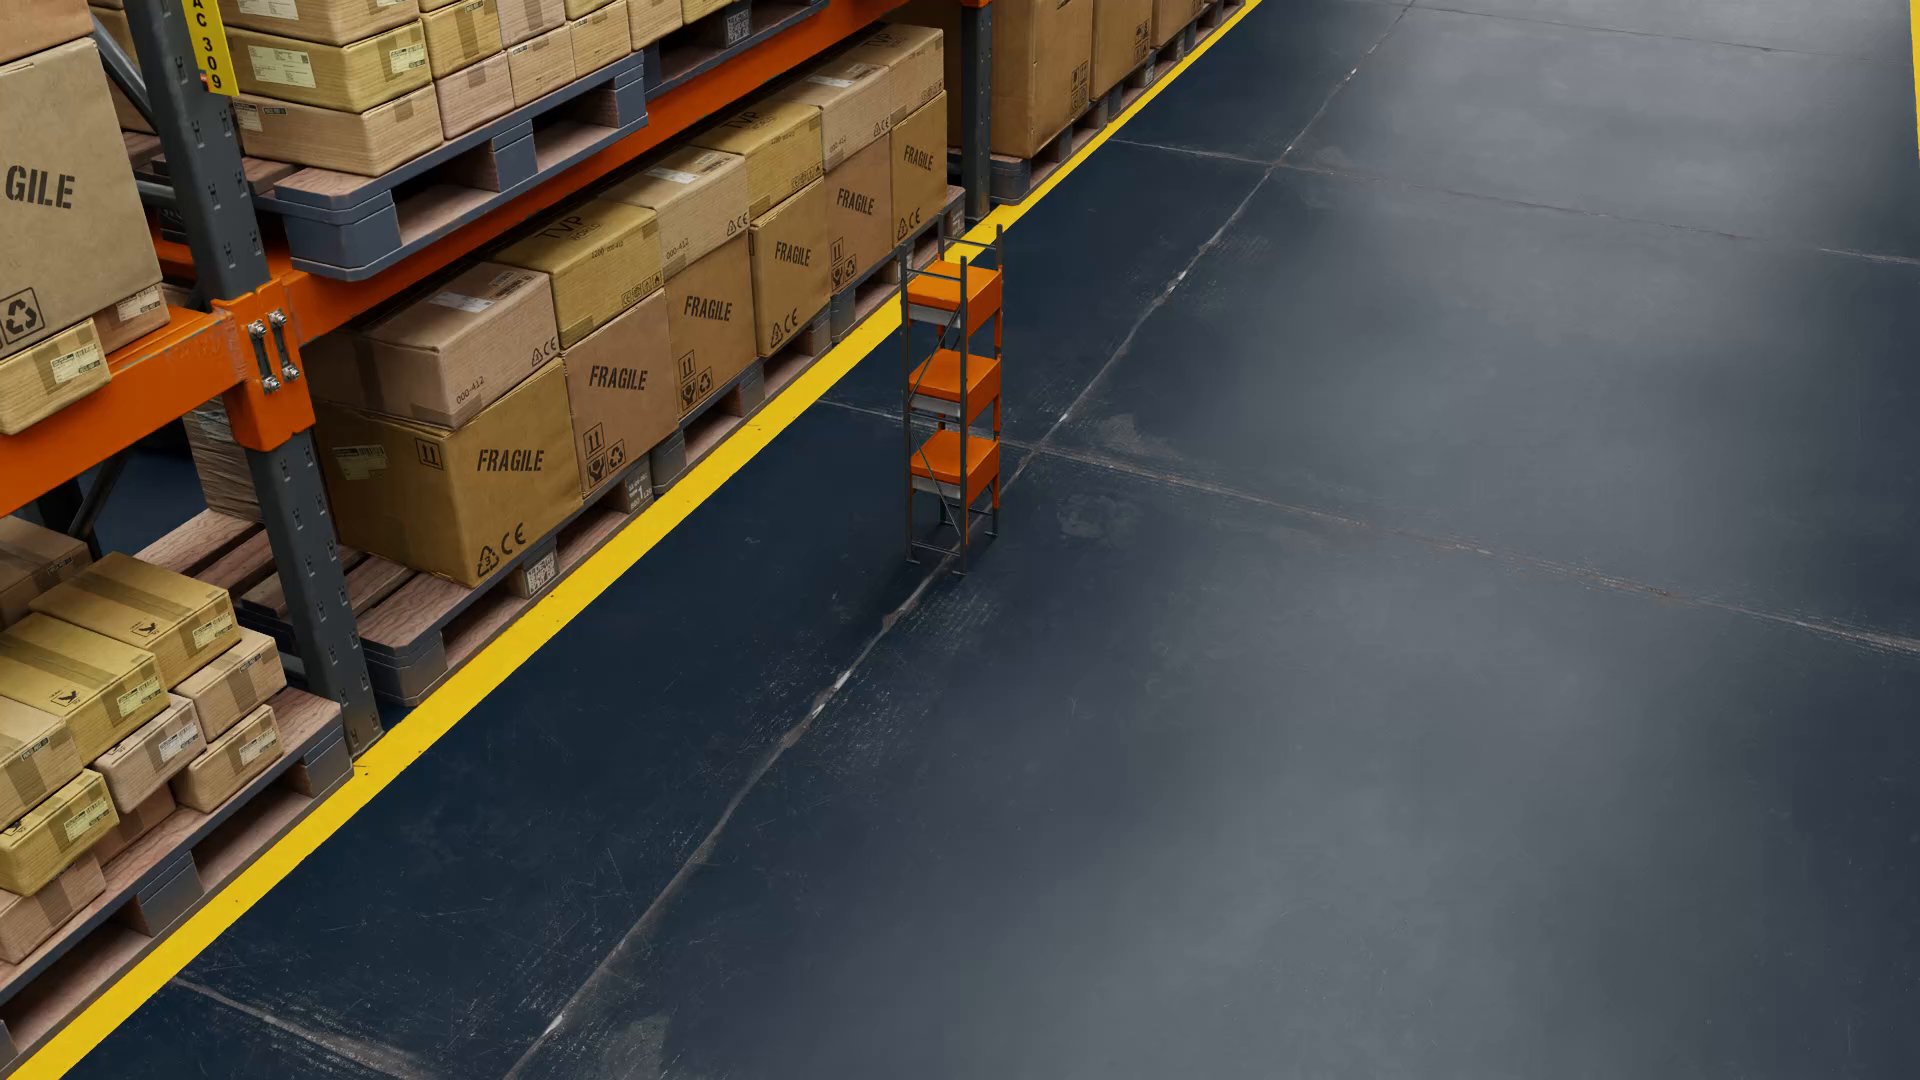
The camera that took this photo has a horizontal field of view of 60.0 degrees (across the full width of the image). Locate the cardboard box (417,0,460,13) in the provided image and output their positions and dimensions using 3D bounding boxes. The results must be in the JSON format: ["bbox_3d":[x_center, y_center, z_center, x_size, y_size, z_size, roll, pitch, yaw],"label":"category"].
[{"bbox_3d":[-1.325,-1.364,3.899,0.380,0.149,0.250,15,36,22],"label":"cardboard box"}]

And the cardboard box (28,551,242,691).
[{"bbox_3d":[-1.931,0.191,3.898,0.380,0.149,0.250,15,36,22],"label":"cardboard box"}]

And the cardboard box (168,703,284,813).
[{"bbox_3d":[-1.873,0.476,4.005,0.380,0.149,0.250,15,36,21],"label":"cardboard box"}]

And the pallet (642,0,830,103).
[{"bbox_3d":[-1.136,-1.731,5.329,1.003,0.211,1.213,14,36,20],"label":"pallet"}]

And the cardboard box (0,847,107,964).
[{"bbox_3d":[-2.109,0.733,3.614,0.380,0.149,0.250,13,35,19],"label":"cardboard box"}]

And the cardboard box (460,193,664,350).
[{"bbox_3d":[-1.249,-0.831,4.995,0.500,0.250,0.500,15,36,22],"label":"cardboard box"}]

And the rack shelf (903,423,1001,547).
[{"bbox_3d":[-0.022,-0.171,5.080,0.215,0.259,0.240,14,36,20],"label":"rack shelf"}]

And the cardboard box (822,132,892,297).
[{"bbox_3d":[-0.603,-1.291,6.380,0.500,0.500,0.500,16,36,22],"label":"cardboard box"}]

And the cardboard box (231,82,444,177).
[{"bbox_3d":[-1.436,-0.975,3.848,0.380,0.149,0.250,12,35,18],"label":"cardboard box"}]

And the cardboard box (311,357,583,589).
[{"bbox_3d":[-1.468,-0.251,4.795,0.500,0.500,0.500,16,36,22],"label":"cardboard box"}]

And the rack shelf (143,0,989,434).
[{"bbox_3d":[-1.182,-1.509,5.472,1.077,0.370,4.000,14,36,20],"label":"rack shelf"}]

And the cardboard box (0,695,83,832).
[{"bbox_3d":[-2.099,0.453,3.498,0.380,0.149,0.250,14,36,20],"label":"cardboard box"}]

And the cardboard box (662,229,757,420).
[{"bbox_3d":[-1.041,-0.779,5.600,0.500,0.500,0.500,15,36,21],"label":"cardboard box"}]

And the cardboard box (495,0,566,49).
[{"bbox_3d":[-1.221,-1.358,4.160,0.380,0.149,0.250,15,36,22],"label":"cardboard box"}]

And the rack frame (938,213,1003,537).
[{"bbox_3d":[0.029,-0.473,5.014,0.200,1.050,0.008,14,36,20],"label":"rack frame"}]

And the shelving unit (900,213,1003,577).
[{"bbox_3d":[-0.022,-0.412,4.921,0.215,1.050,0.252,14,36,20],"label":"shelving unit"}]

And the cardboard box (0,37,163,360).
[{"bbox_3d":[-1.964,-0.674,3.181,0.500,0.500,0.500,14,36,21],"label":"cardboard box"}]

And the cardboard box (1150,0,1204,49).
[{"bbox_3d":[0.744,-3.224,9.100,1.050,0.750,0.750,14,36,20],"label":"cardboard box"}]

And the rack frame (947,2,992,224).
[{"bbox_3d":[-0.345,-2.806,6.794,1.000,3.000,0.127,14,36,20],"label":"rack frame"}]

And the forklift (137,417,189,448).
[{"bbox_3d":[-2.469,-2.328,6.127,1.130,2.935,3.031,14,36,21],"label":"forklift"}]

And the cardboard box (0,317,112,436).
[{"bbox_3d":[-1.934,-0.360,3.292,0.380,0.149,0.250,13,36,19],"label":"cardboard box"}]

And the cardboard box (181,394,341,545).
[{"bbox_3d":[-1.937,-0.371,4.976,0.500,0.500,0.500,13,36,20],"label":"cardboard box"}]

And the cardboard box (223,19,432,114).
[{"bbox_3d":[-1.436,-1.100,3.766,0.380,0.149,0.250,15,36,21],"label":"cardboard box"}]

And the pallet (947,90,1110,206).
[{"bbox_3d":[0.054,-2.015,8.131,1.003,0.211,1.213,14,36,20],"label":"pallet"}]

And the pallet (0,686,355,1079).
[{"bbox_3d":[-2.267,0.695,3.998,1.003,0.211,1.213,14,36,20],"label":"pallet"}]

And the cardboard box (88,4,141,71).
[{"bbox_3d":[-2.031,-1.252,3.999,0.380,0.149,0.250,15,36,22],"label":"cardboard box"}]

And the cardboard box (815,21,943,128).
[{"bbox_3d":[-0.393,-1.849,6.547,0.500,0.250,0.500,13,36,19],"label":"cardboard box"}]

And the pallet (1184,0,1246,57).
[{"bbox_3d":[1.074,-3.231,9.984,1.003,0.211,1.213,14,36,20],"label":"pallet"}]

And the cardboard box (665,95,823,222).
[{"bbox_3d":[-0.821,-1.346,5.780,0.500,0.250,0.500,15,36,22],"label":"cardboard box"}]

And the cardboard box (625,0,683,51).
[{"bbox_3d":[-1.005,-1.490,4.633,0.380,0.149,0.250,13,35,18],"label":"cardboard box"}]

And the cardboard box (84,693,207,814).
[{"bbox_3d":[-1.963,0.446,3.780,0.380,0.149,0.250,12,35,18],"label":"cardboard box"}]

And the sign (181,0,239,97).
[{"bbox_3d":[-1.522,-1.055,3.334,0.100,0.325,0.005,14,36,20],"label":"sign"}]

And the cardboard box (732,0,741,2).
[{"bbox_3d":[-0.786,-1.751,5.032,0.380,0.149,0.250,13,35,18],"label":"cardboard box"}]

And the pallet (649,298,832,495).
[{"bbox_3d":[-1.185,-0.646,6.042,1.003,0.211,1.213,14,36,20],"label":"pallet"}]

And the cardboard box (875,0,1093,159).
[{"bbox_3d":[-0.008,-2.324,7.727,1.050,0.750,0.750,14,36,20],"label":"cardboard box"}]

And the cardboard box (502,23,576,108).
[{"bbox_3d":[-1.217,-1.238,4.249,0.380,0.149,0.250,14,36,21],"label":"cardboard box"}]
